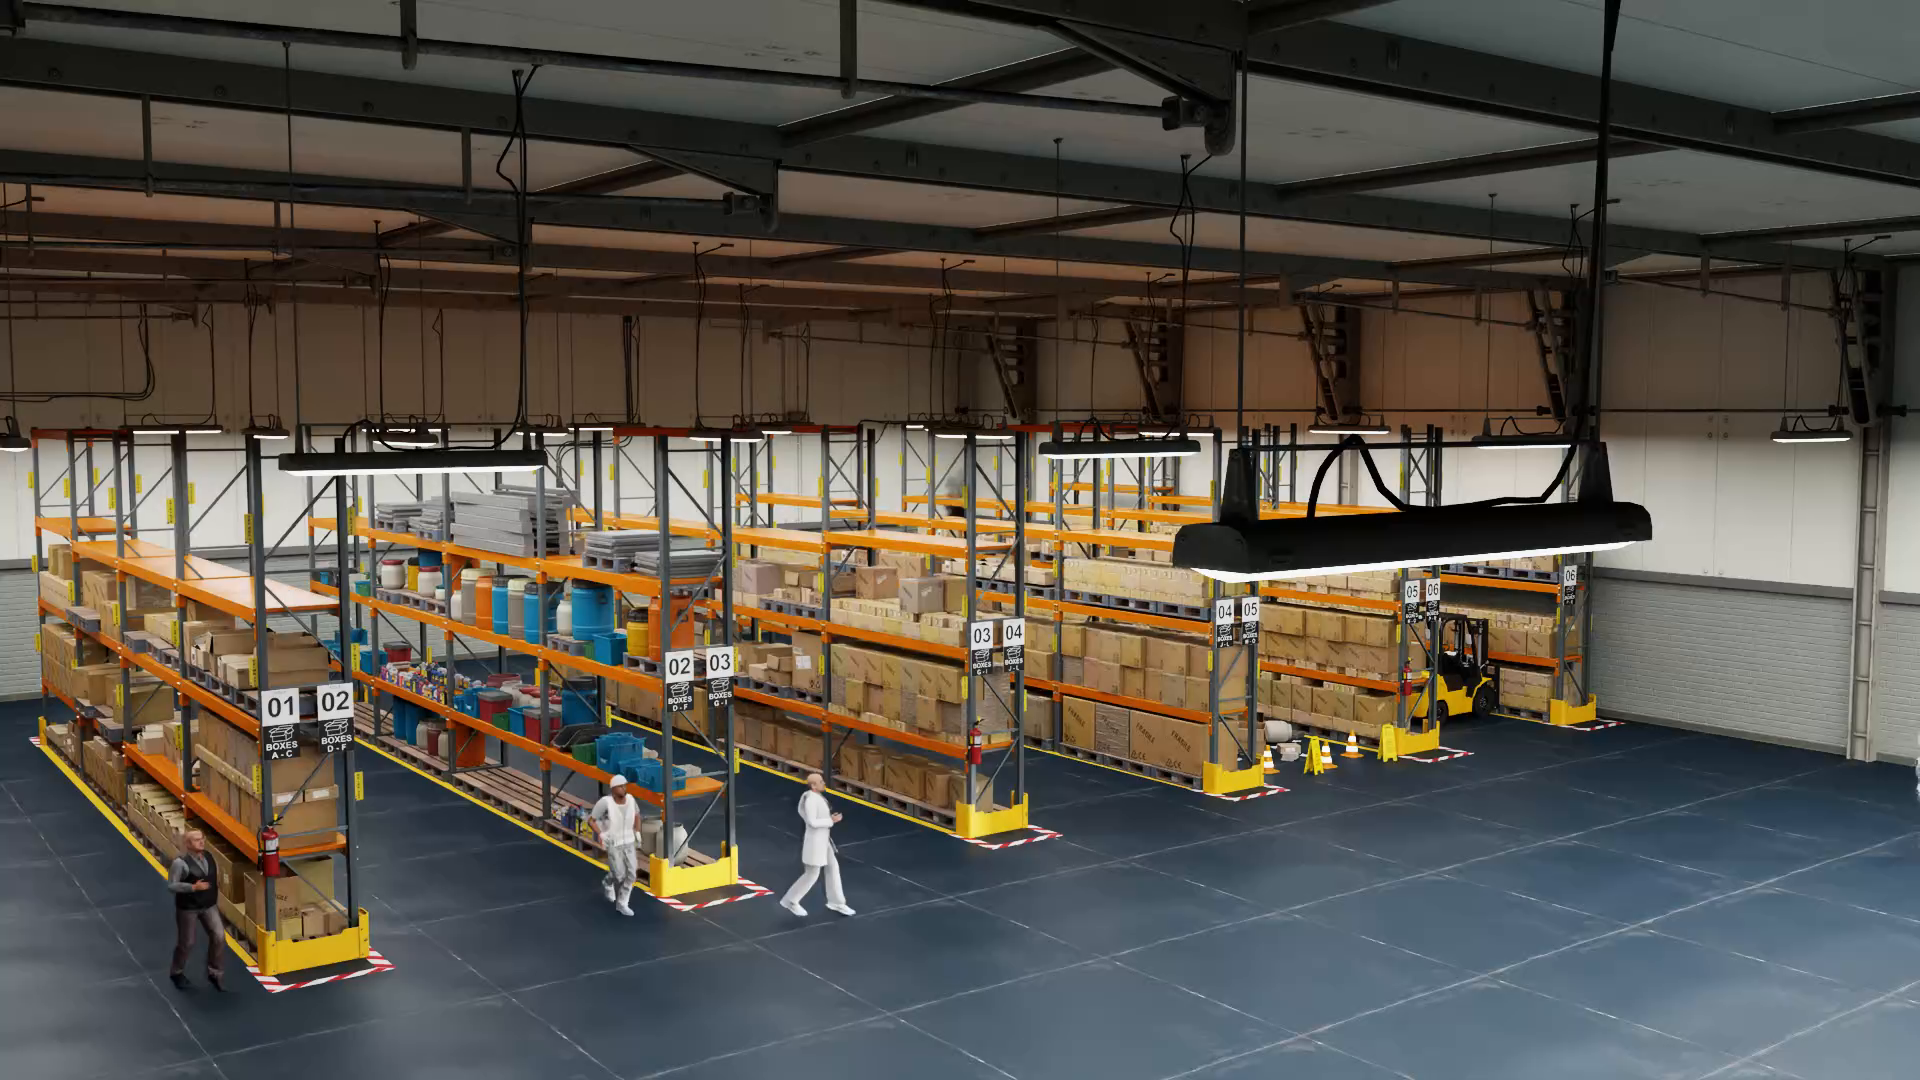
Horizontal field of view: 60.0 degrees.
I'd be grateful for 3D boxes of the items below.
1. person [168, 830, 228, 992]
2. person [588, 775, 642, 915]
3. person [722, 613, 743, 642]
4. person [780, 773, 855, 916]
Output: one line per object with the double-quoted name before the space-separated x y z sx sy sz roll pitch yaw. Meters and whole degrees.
"person" -8.324 4.047 18.128 0.705 1.784 0.653 3 5 33
"person" -4.318 3.823 20.962 0.726 1.751 0.563 -4 6 -39
"person" -5.761 2.137 41.701 0.926 1.725 0.748 0 4 0
"person" -1.782 3.805 20.669 0.916 1.825 0.709 0 4 3
